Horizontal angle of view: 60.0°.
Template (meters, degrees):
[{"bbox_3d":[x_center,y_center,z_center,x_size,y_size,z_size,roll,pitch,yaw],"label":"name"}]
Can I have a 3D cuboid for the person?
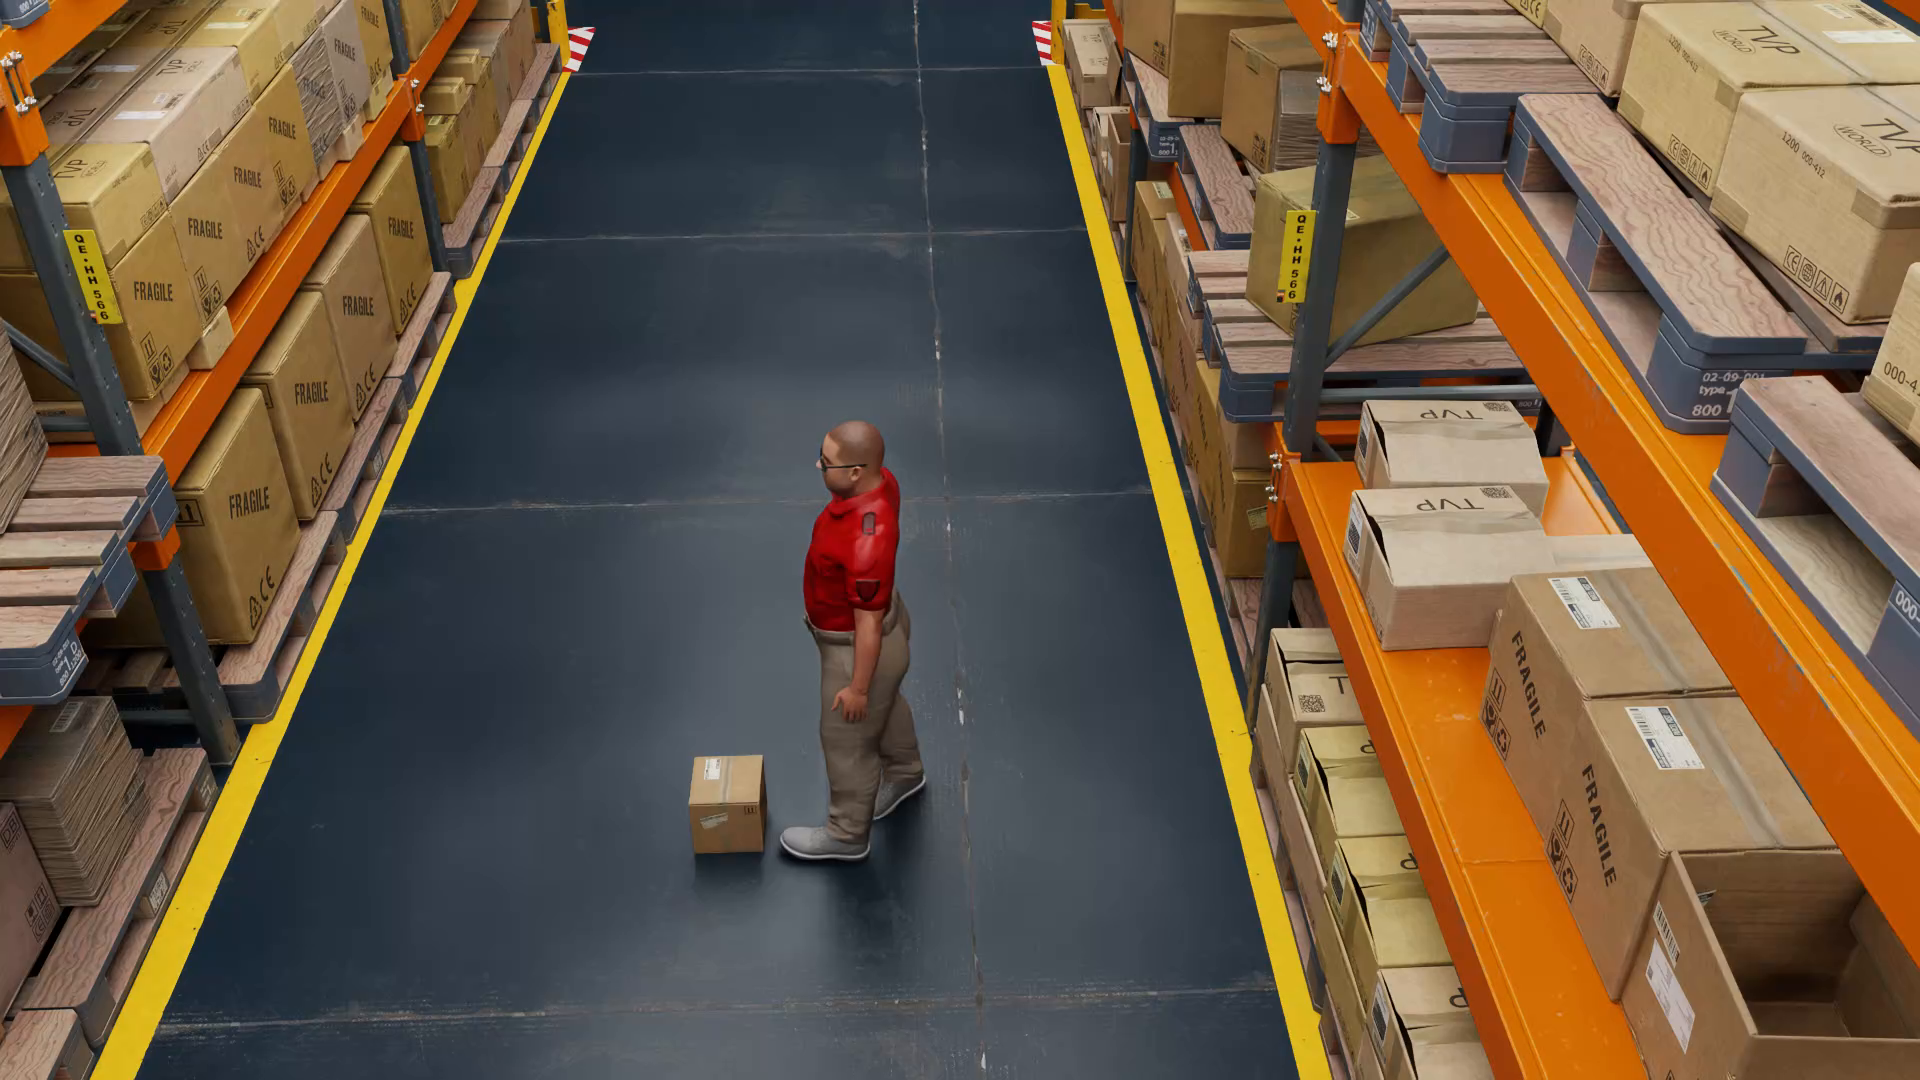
[{"bbox_3d":[-0.389,0.358,5.658,0.530,1.743,0.555,-1,35,-1],"label":"person"}]
